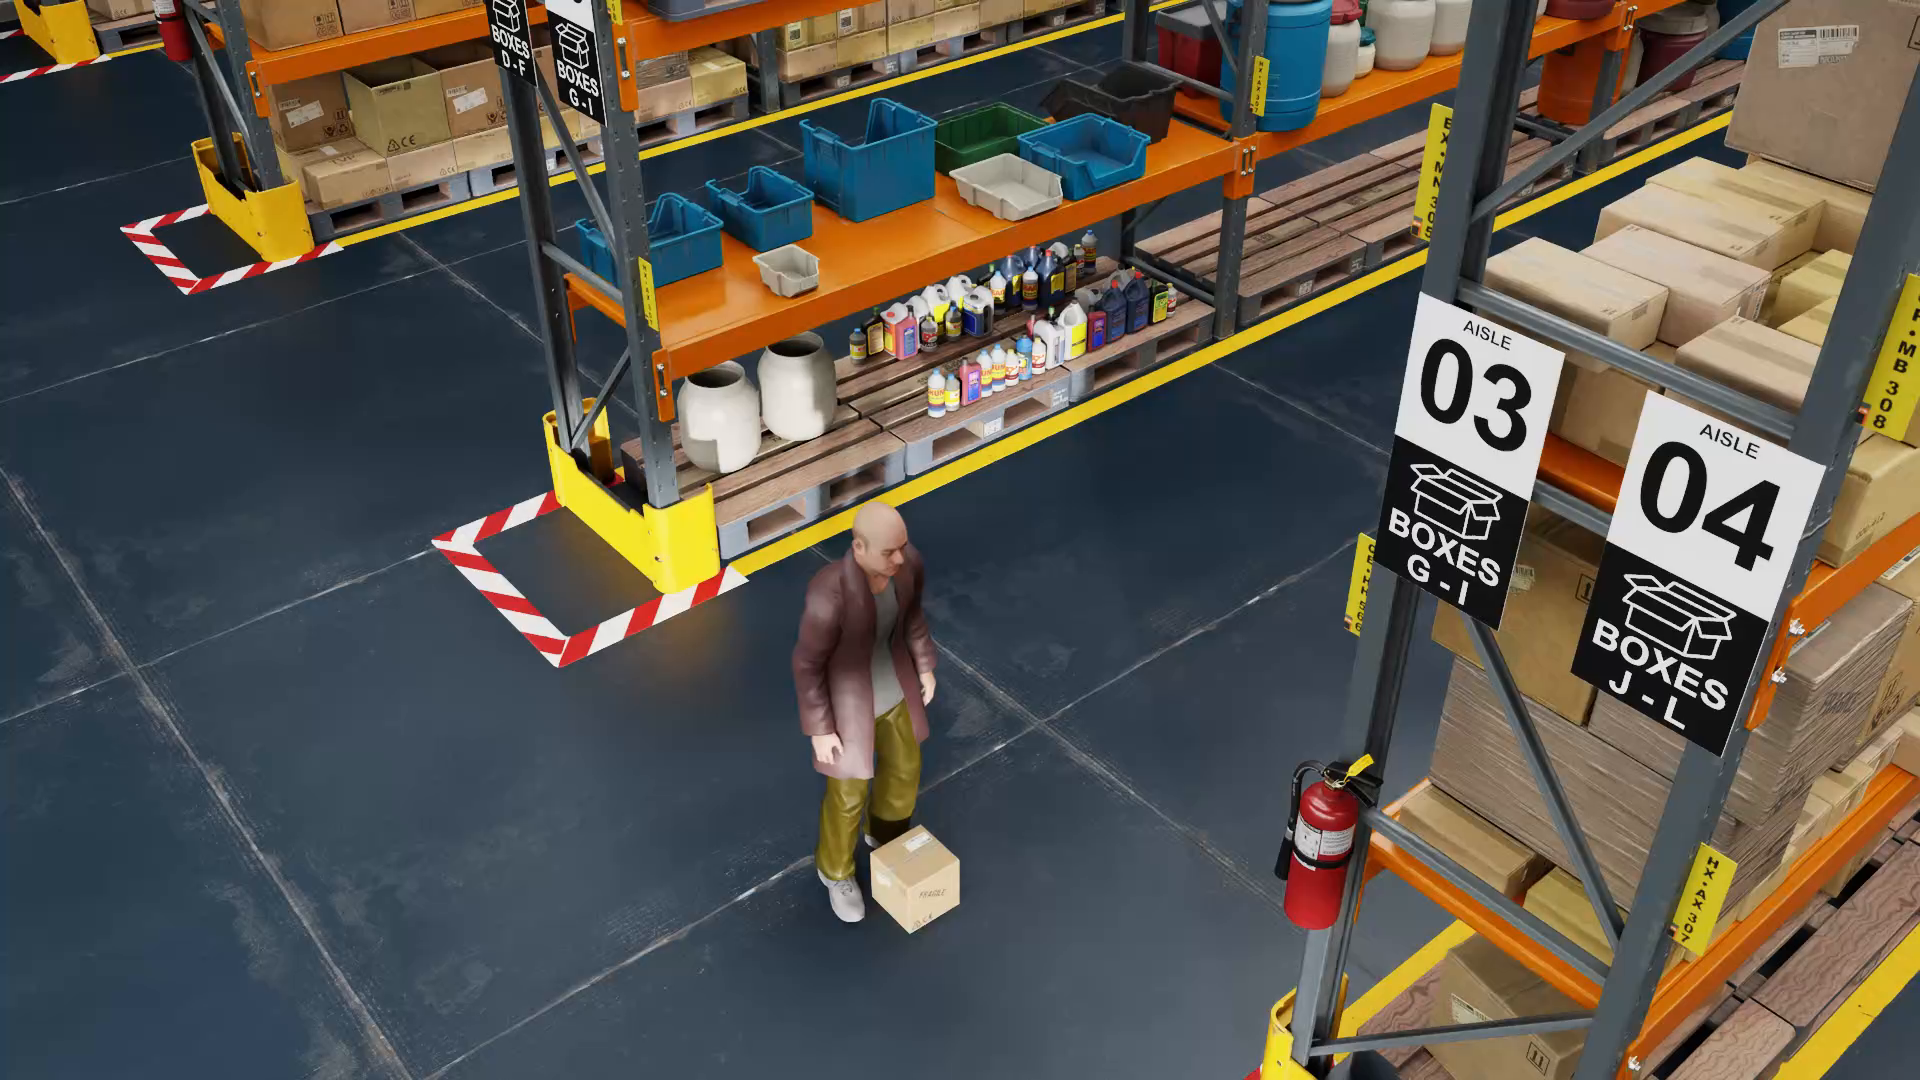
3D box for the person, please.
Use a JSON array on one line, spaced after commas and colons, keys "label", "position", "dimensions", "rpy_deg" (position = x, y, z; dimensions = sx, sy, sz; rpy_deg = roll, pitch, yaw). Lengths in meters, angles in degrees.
[{"label": "person", "position": [-0.332, 0.597, 6.256], "dimensions": [0.650, 1.772, 0.429], "rpy_deg": [-29, 45, -34]}]
